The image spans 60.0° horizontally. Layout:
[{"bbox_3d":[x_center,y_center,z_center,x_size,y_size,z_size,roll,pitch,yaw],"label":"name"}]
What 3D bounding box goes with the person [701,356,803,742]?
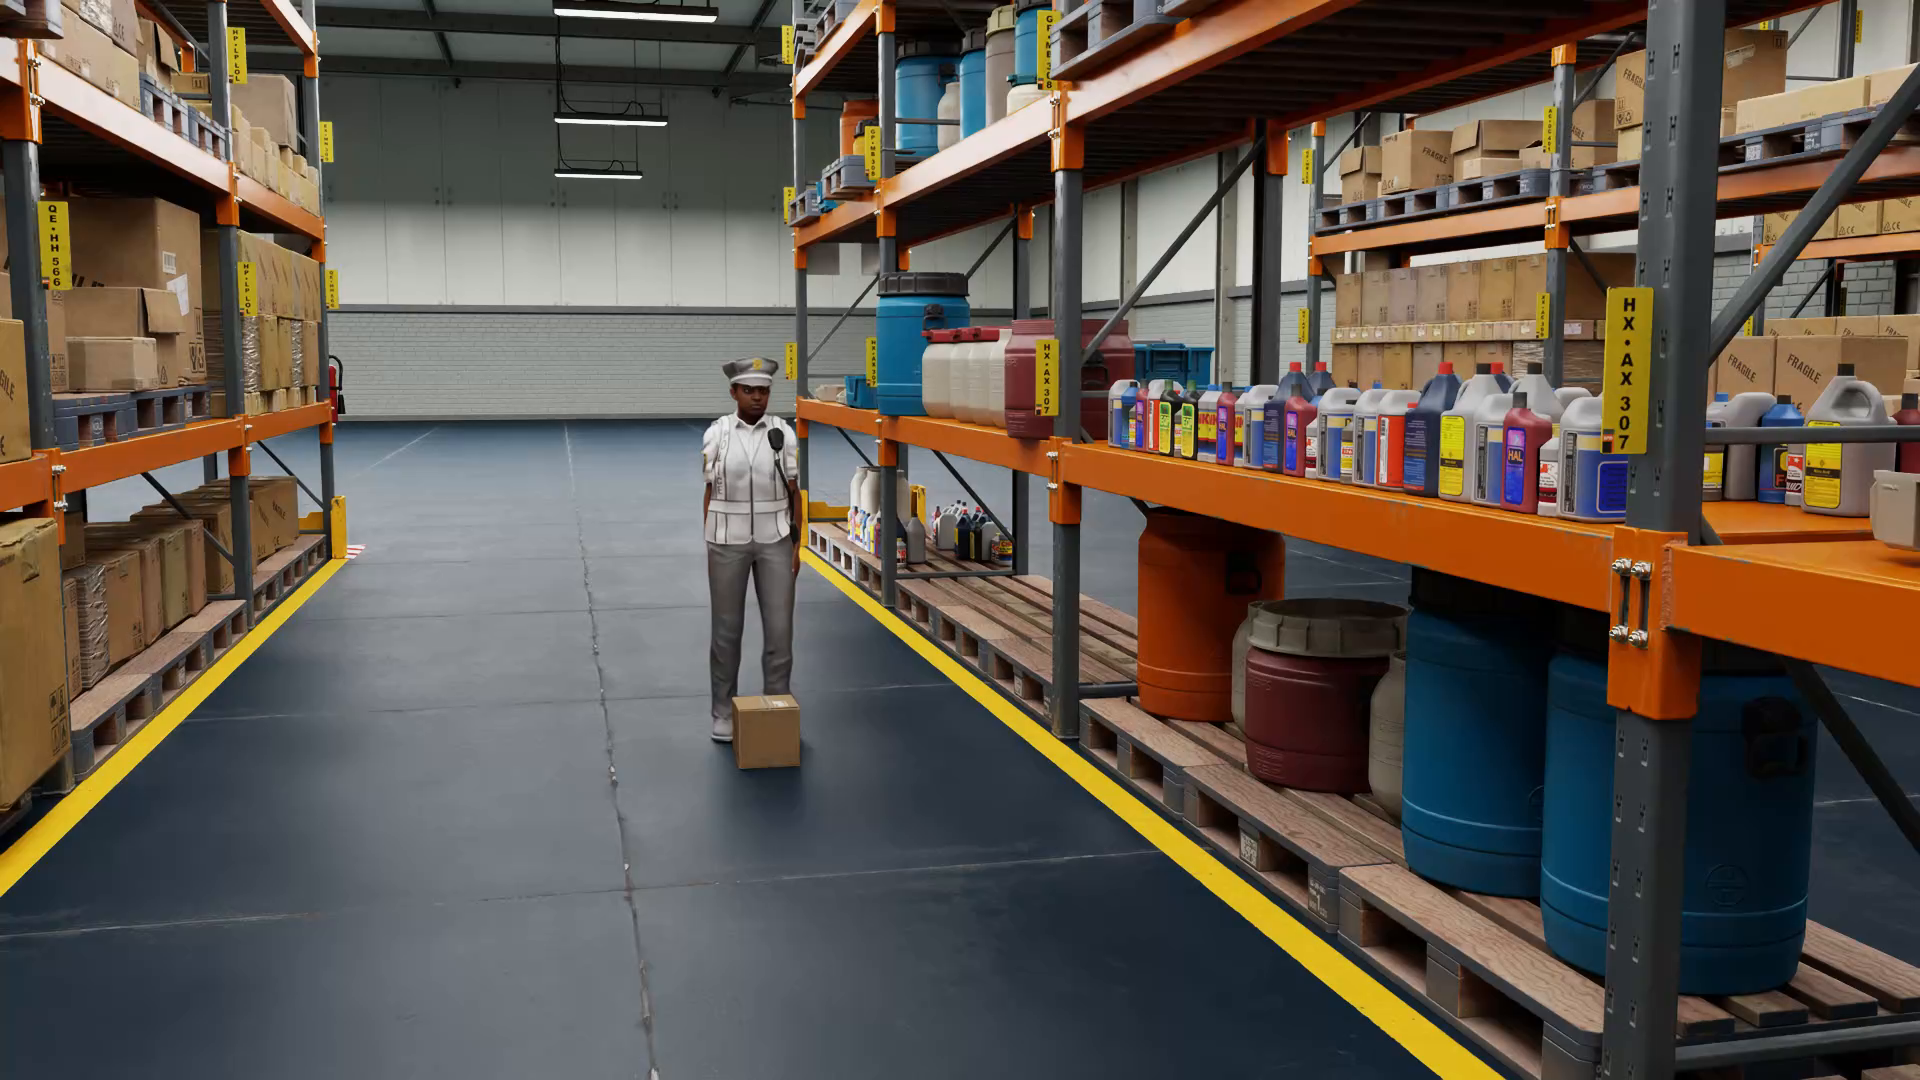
[{"bbox_3d":[-0.903,0.037,7.289,0.437,1.677,0.340,-1,6,-12],"label":"person"}]
